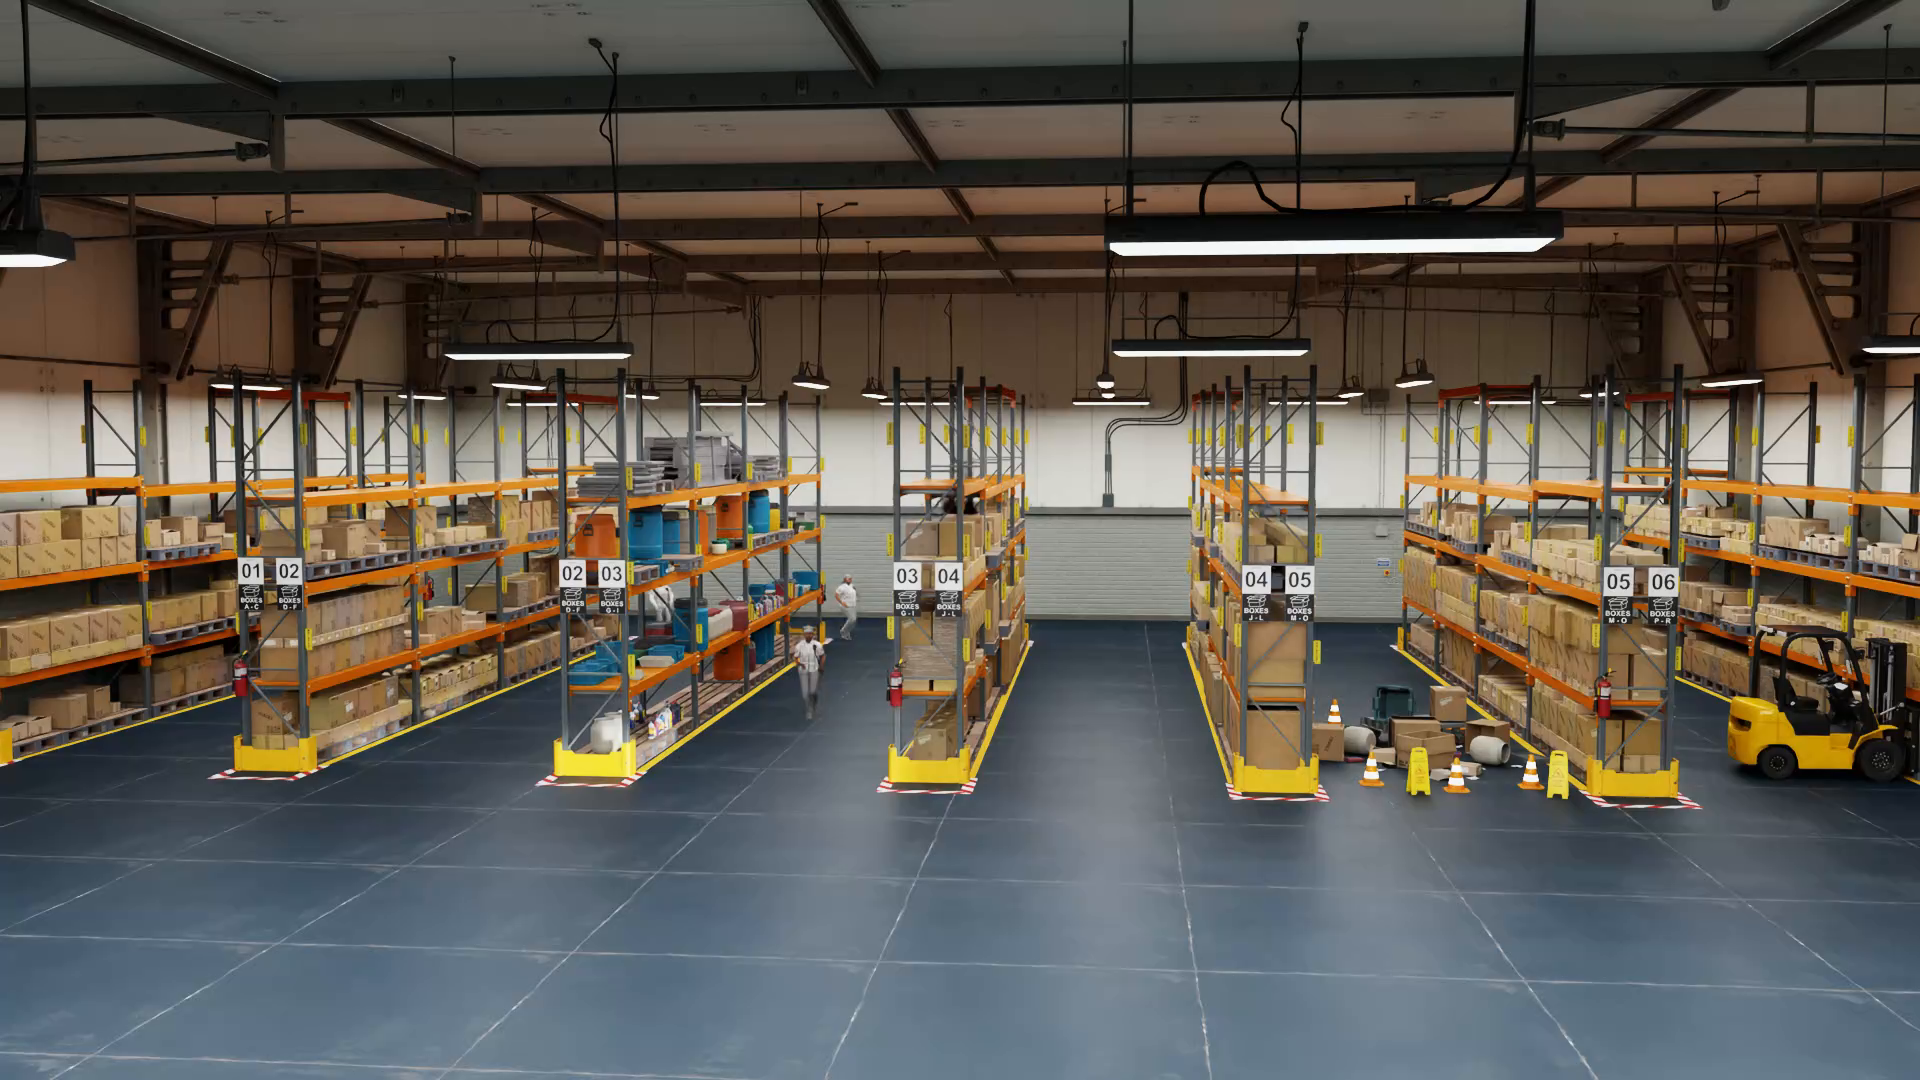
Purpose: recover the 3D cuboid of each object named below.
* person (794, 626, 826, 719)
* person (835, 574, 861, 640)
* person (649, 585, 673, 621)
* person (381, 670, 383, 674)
[{"bbox_3d":[-2.670,2.345,29.520,0.569,1.661,0.554,0,4,-2],"label":"person"},{"bbox_3d":[-2.738,1.655,40.984,0.503,1.655,0.643,2,4,31],"label":"person"},{"bbox_3d":[-7.261,1.659,40.633,0.639,1.650,0.528,-2,4,-25],"label":"person"},{"bbox_3d":[-11.545,2.118,32.406,0.656,1.772,0.845,0,4,6],"label":"person"}]
